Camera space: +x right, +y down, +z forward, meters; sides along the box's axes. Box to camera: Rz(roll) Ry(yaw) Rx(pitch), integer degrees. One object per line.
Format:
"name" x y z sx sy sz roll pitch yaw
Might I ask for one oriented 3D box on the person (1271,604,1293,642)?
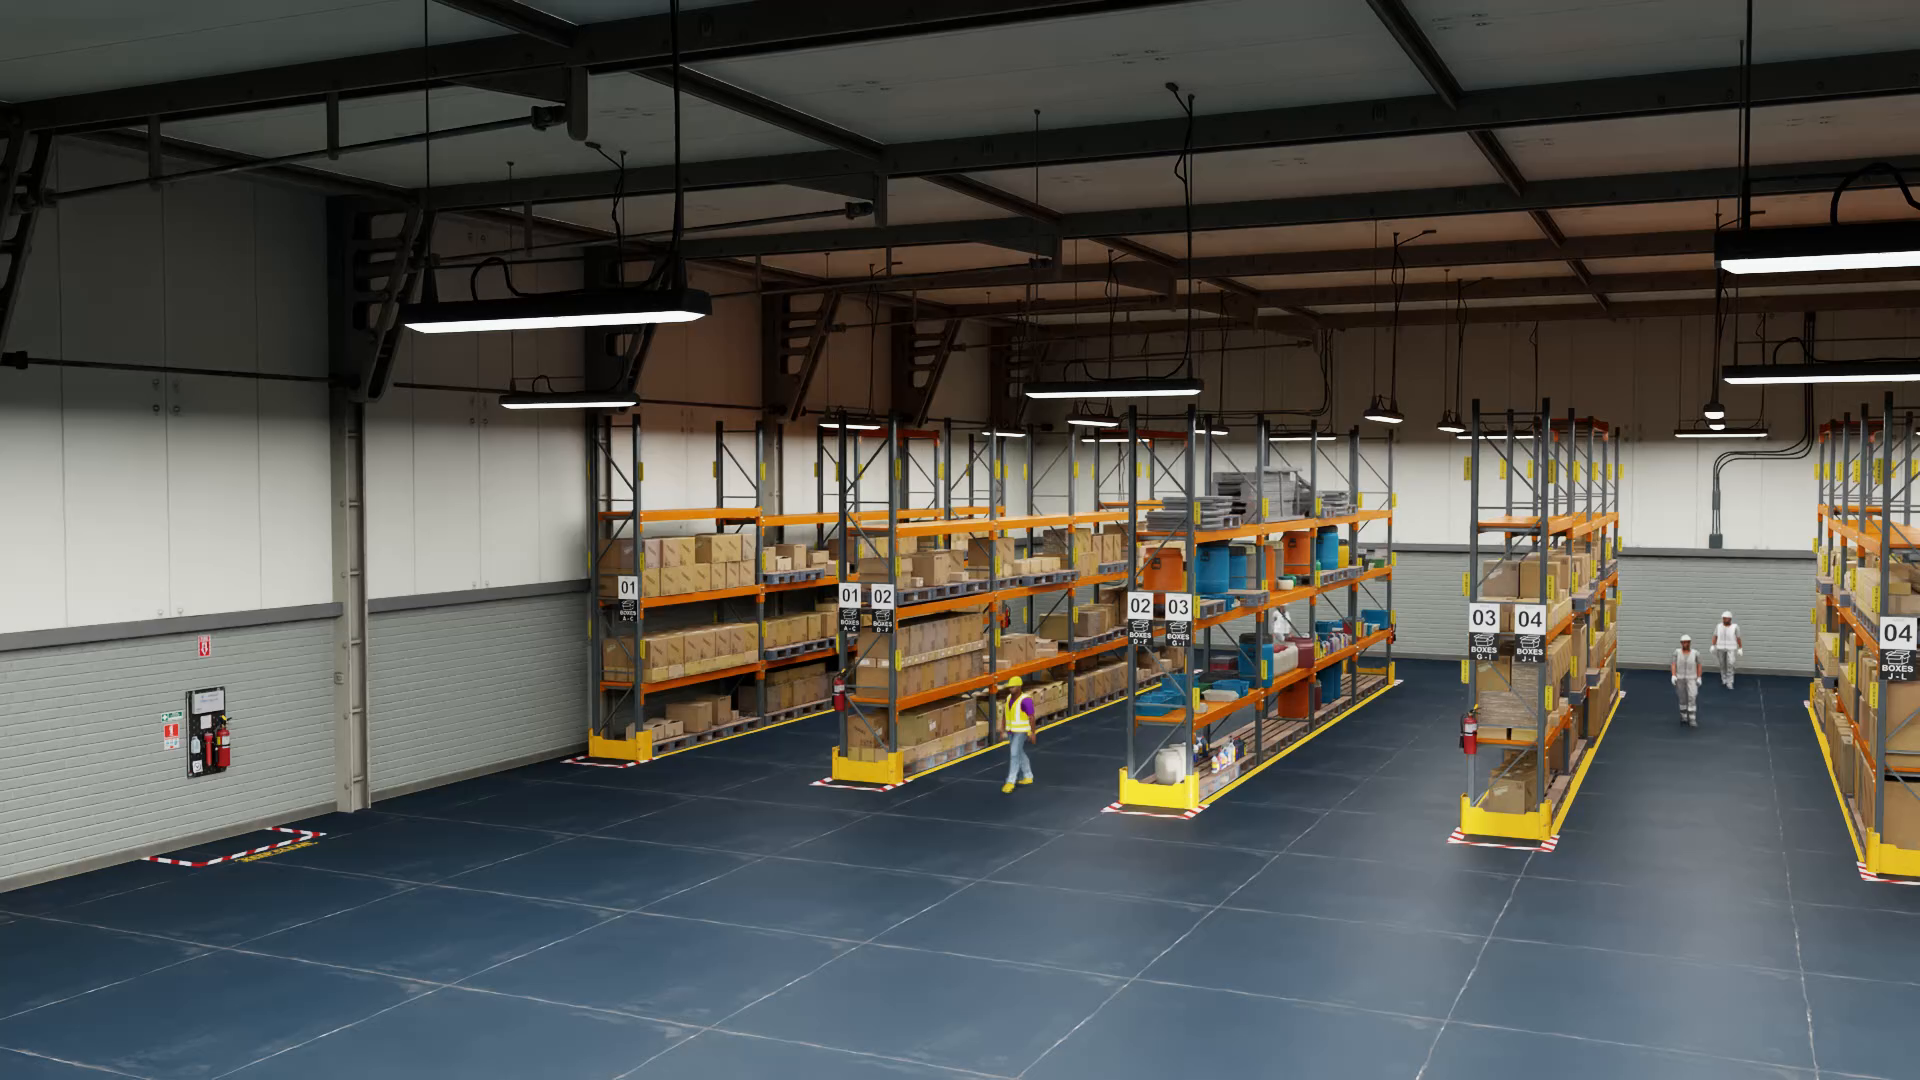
"person" 8.405 2.387 43.352 0.529 1.663 0.994 -1 3 -22

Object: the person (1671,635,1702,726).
"person" 14.311 2.747 32.790 0.547 1.744 0.921 1 3 31

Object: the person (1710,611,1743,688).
"person" 17.740 2.521 38.512 0.670 1.722 0.995 2 3 33

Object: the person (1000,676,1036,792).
"person" 0.854 3.031 26.284 0.849 1.739 0.606 -2 3 -36
